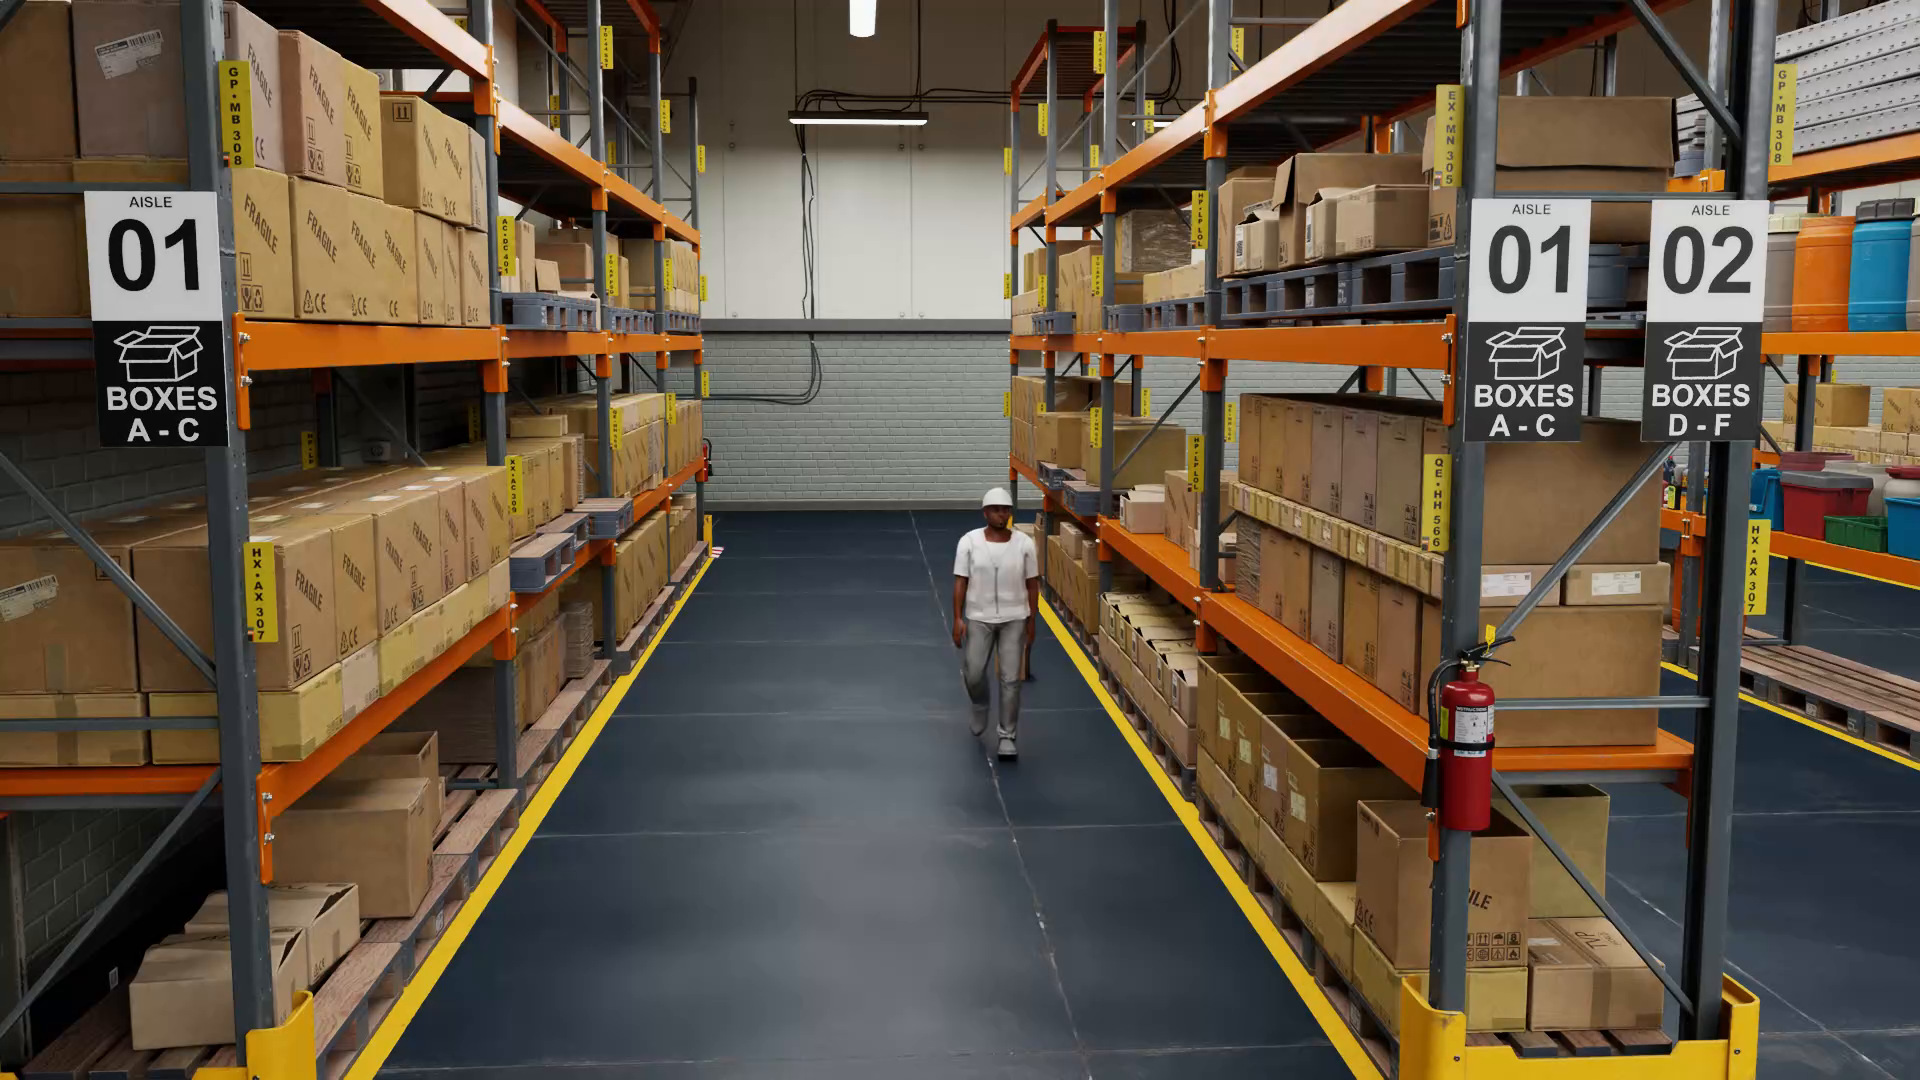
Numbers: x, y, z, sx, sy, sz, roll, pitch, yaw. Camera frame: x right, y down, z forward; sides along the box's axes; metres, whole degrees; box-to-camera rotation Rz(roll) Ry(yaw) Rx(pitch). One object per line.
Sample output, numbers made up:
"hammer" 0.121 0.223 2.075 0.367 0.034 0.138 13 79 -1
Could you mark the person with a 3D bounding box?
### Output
"person" 0.238 0.526 11.060 0.577 1.759 0.595 0 7 -1
